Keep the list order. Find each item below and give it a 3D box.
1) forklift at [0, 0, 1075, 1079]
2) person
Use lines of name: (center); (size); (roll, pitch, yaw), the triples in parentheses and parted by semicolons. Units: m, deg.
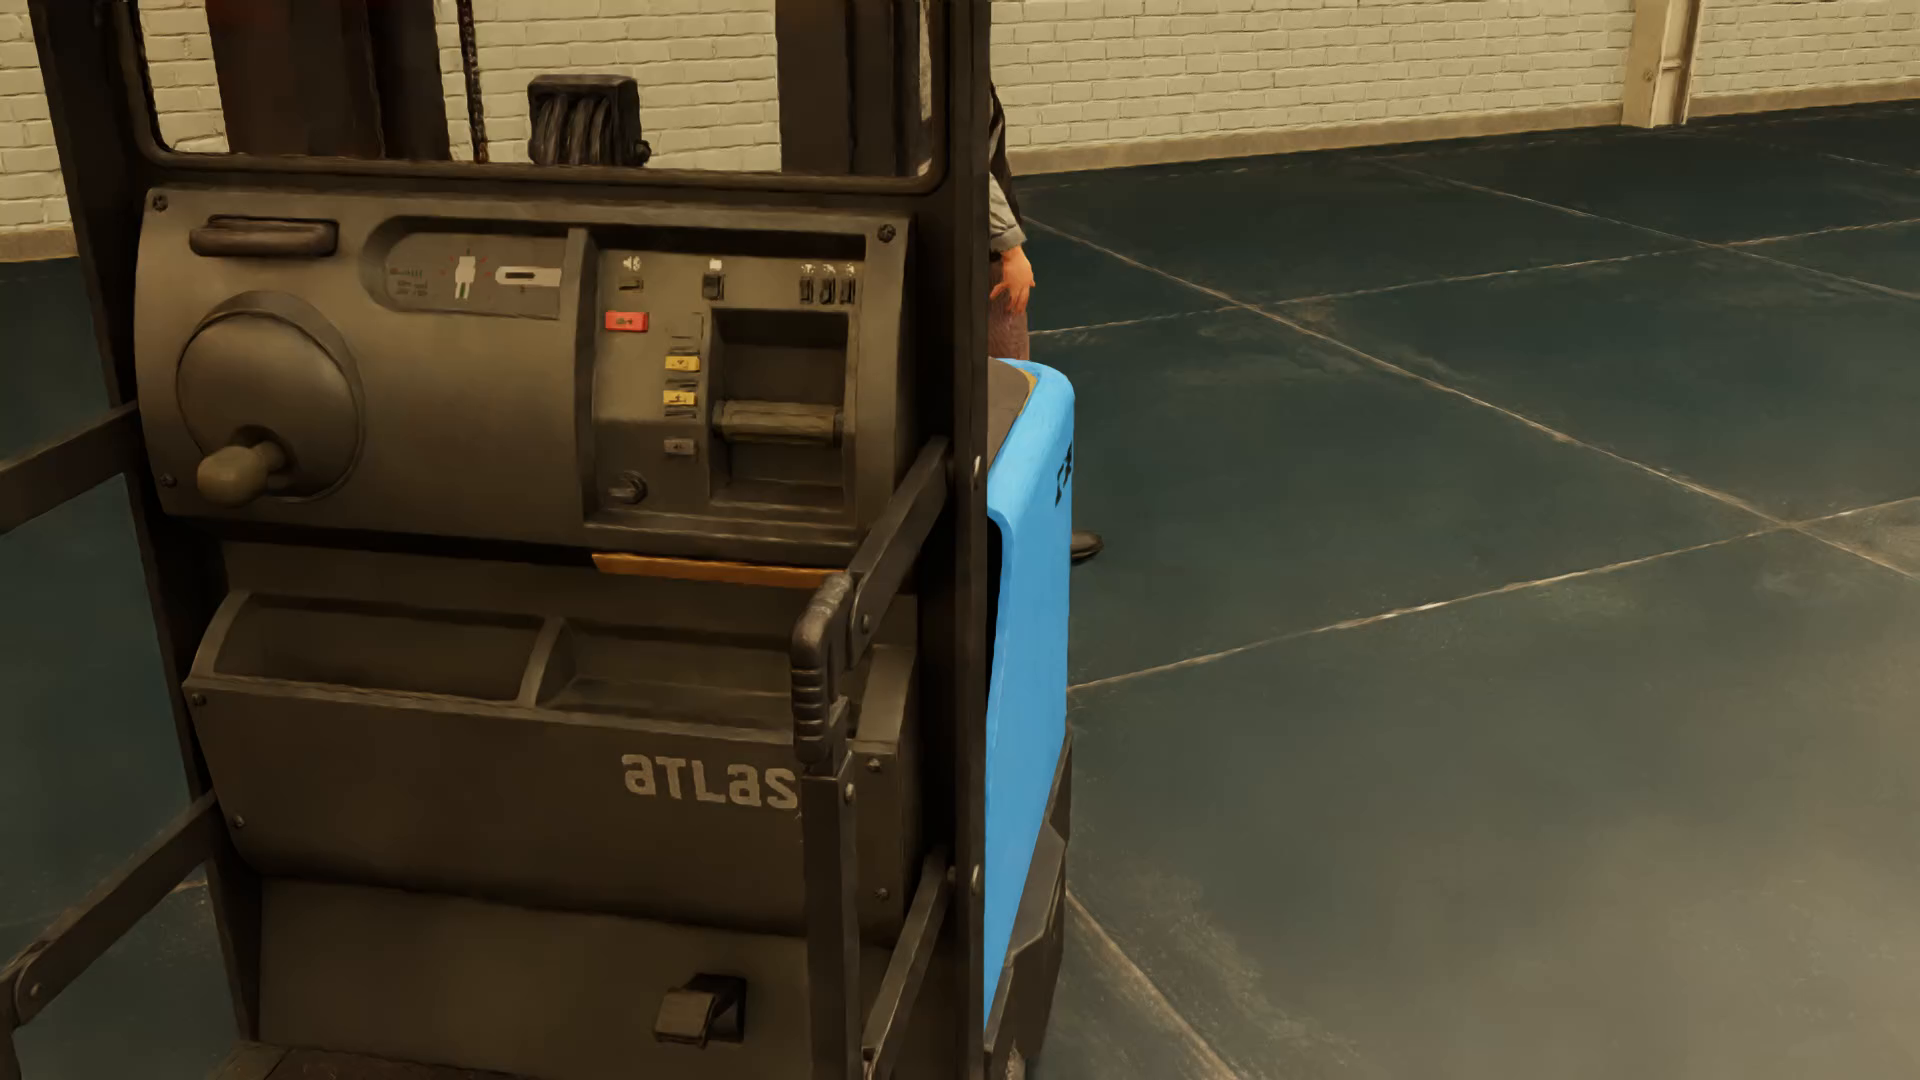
forklift: (-0.556, -0.180, 1.720); (1.130, 2.935, 3.031); (4, 23, 10)
person: (0.060, -0.809, 4.791); (0.567, 1.720, 0.632); (-10, 25, -23)
